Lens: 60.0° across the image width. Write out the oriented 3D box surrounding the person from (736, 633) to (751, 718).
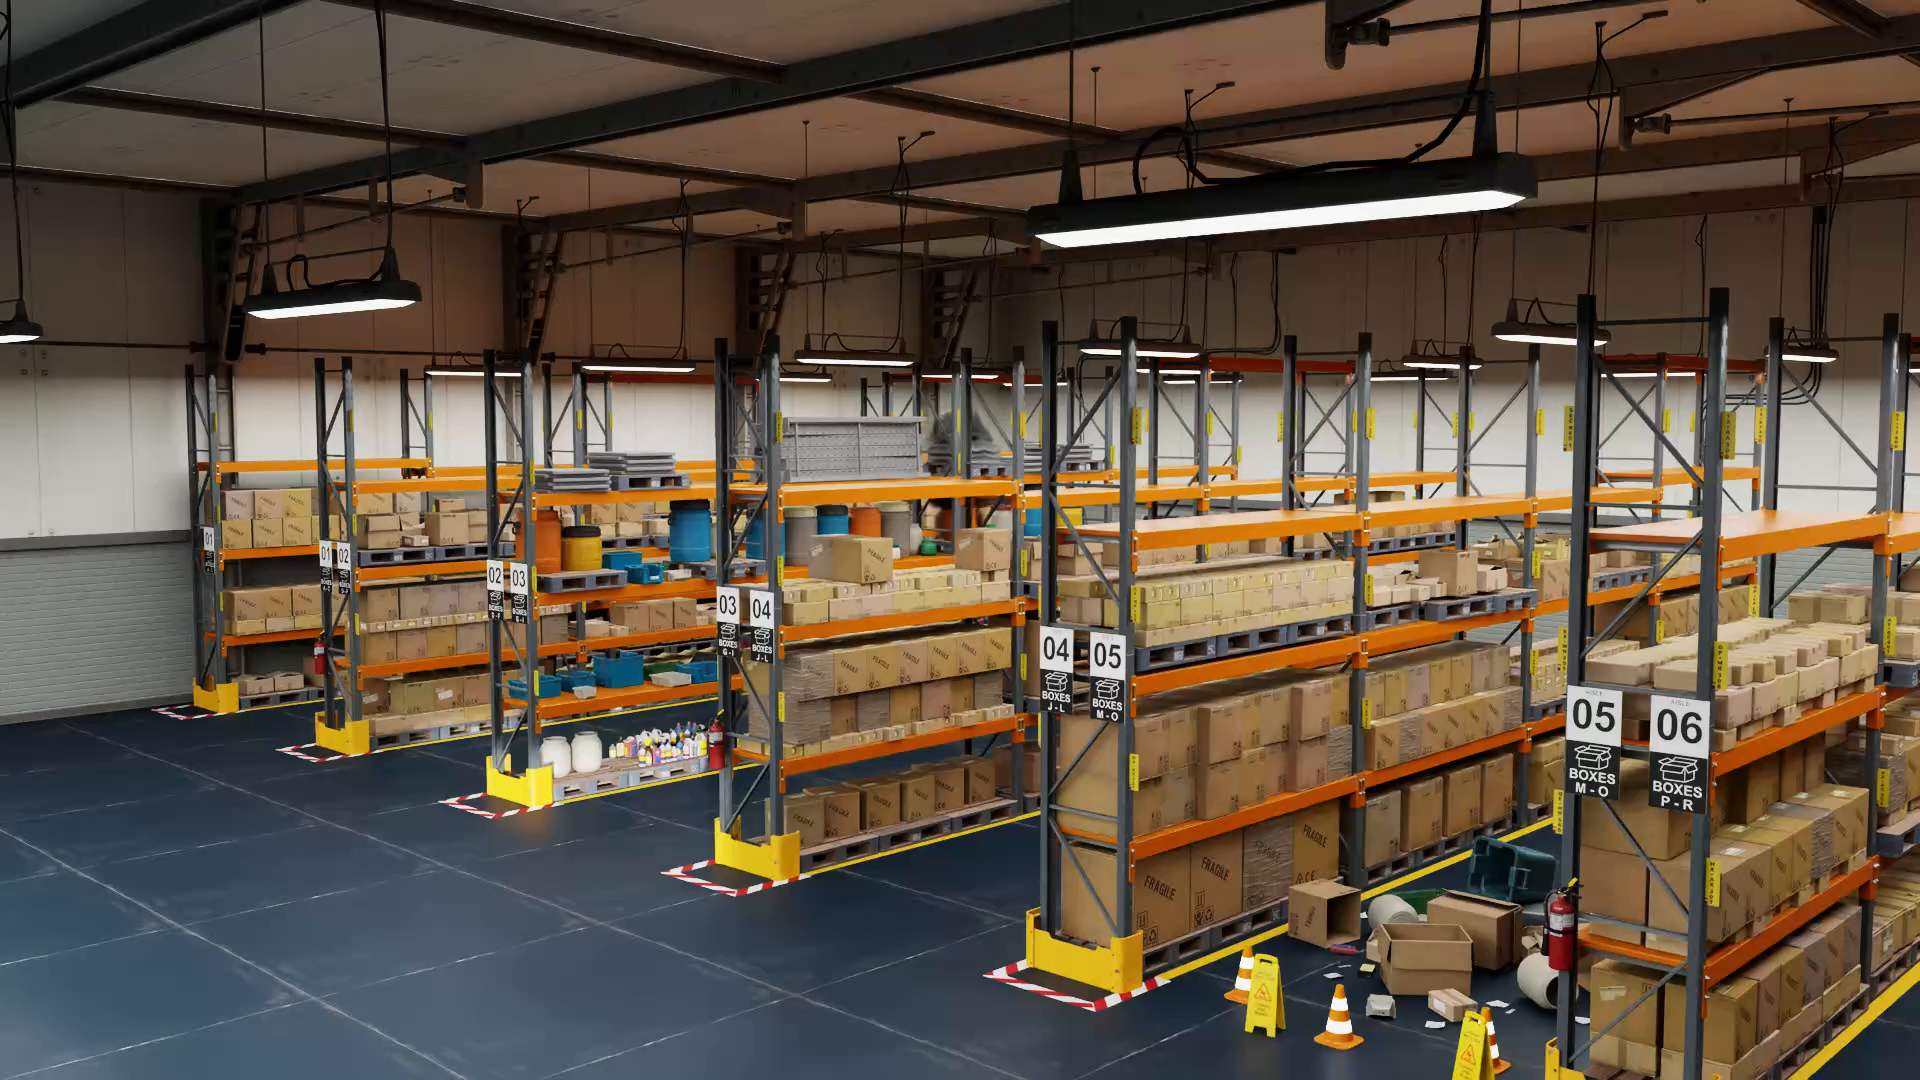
[{"bbox_3d":[-3.707,2.188,28.235,0.689,1.724,0.824,0,4,-3],"label":"person"}]
